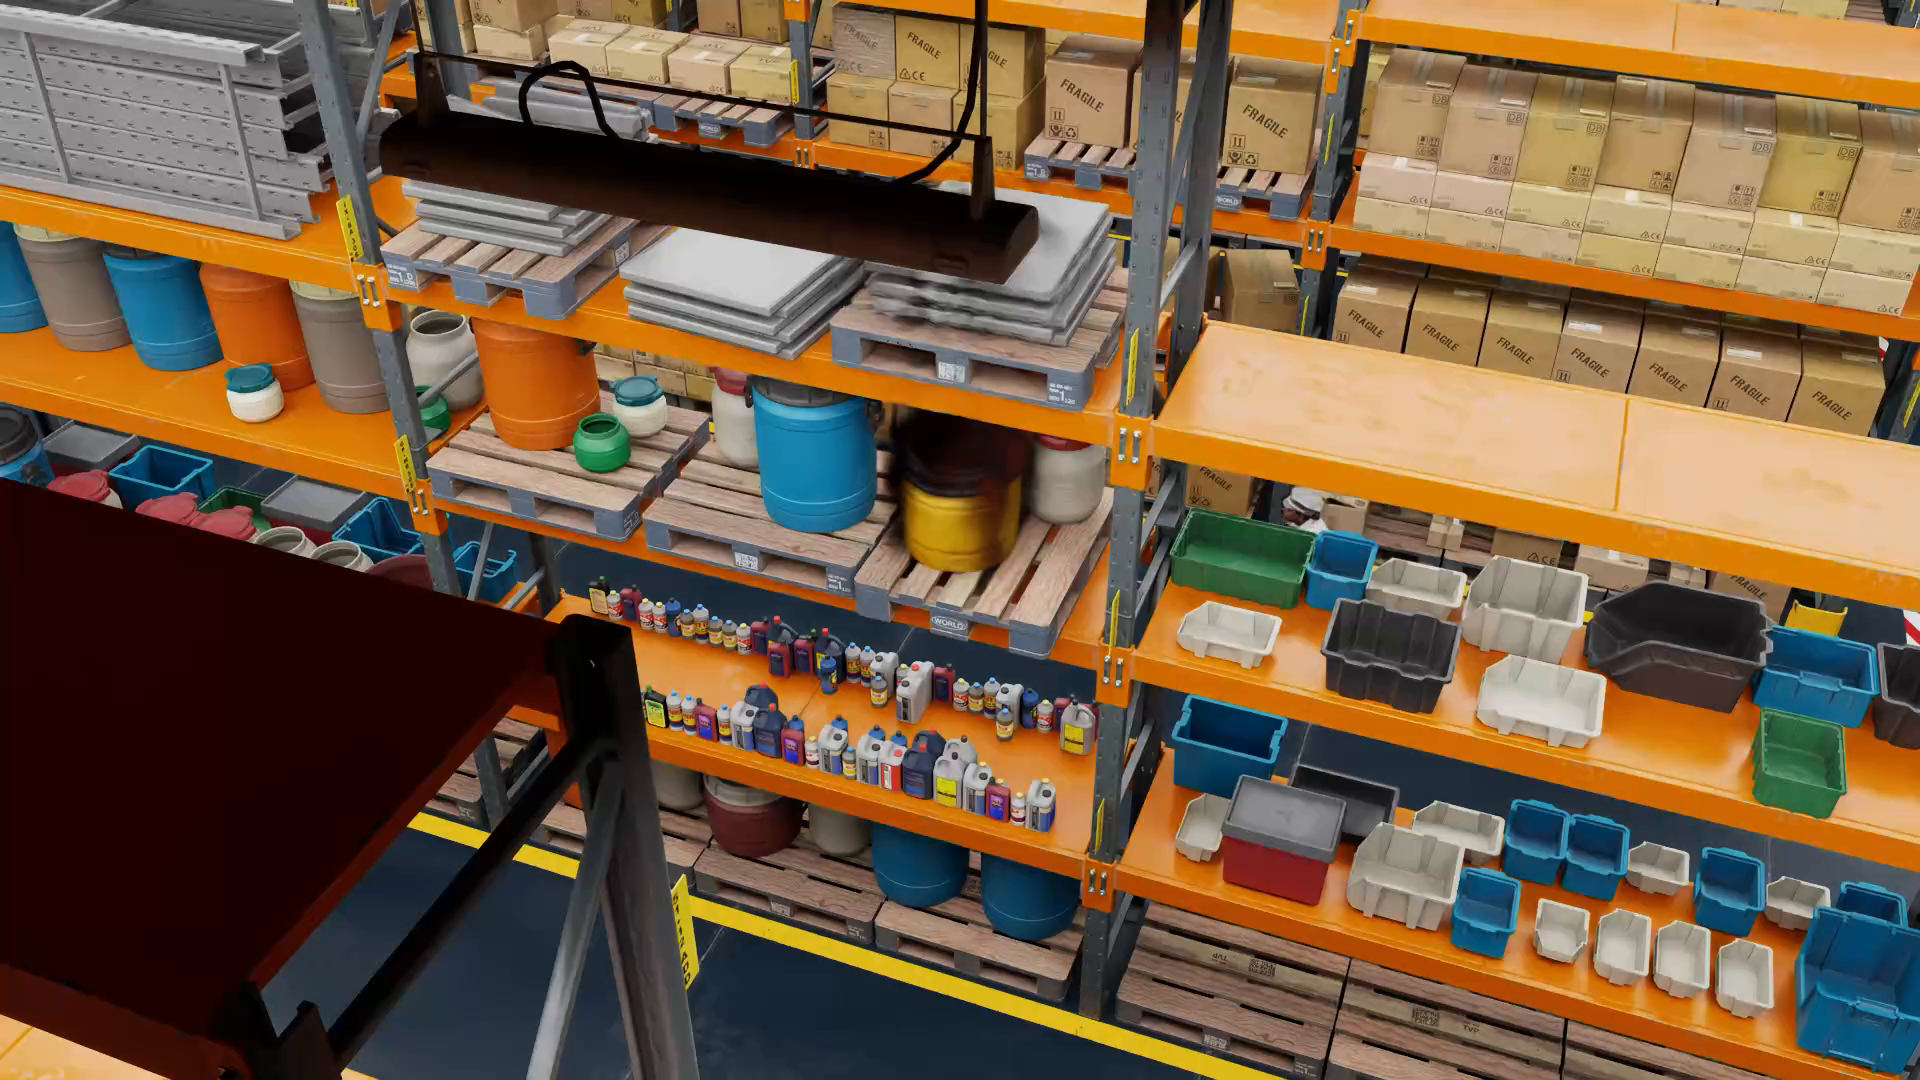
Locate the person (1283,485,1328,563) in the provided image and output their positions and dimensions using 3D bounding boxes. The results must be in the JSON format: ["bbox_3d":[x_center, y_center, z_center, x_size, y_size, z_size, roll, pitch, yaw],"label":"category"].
[{"bbox_3d":[2.432,0.333,11.615,0.826,1.581,0.583,3,37,4],"label":"person"}]
